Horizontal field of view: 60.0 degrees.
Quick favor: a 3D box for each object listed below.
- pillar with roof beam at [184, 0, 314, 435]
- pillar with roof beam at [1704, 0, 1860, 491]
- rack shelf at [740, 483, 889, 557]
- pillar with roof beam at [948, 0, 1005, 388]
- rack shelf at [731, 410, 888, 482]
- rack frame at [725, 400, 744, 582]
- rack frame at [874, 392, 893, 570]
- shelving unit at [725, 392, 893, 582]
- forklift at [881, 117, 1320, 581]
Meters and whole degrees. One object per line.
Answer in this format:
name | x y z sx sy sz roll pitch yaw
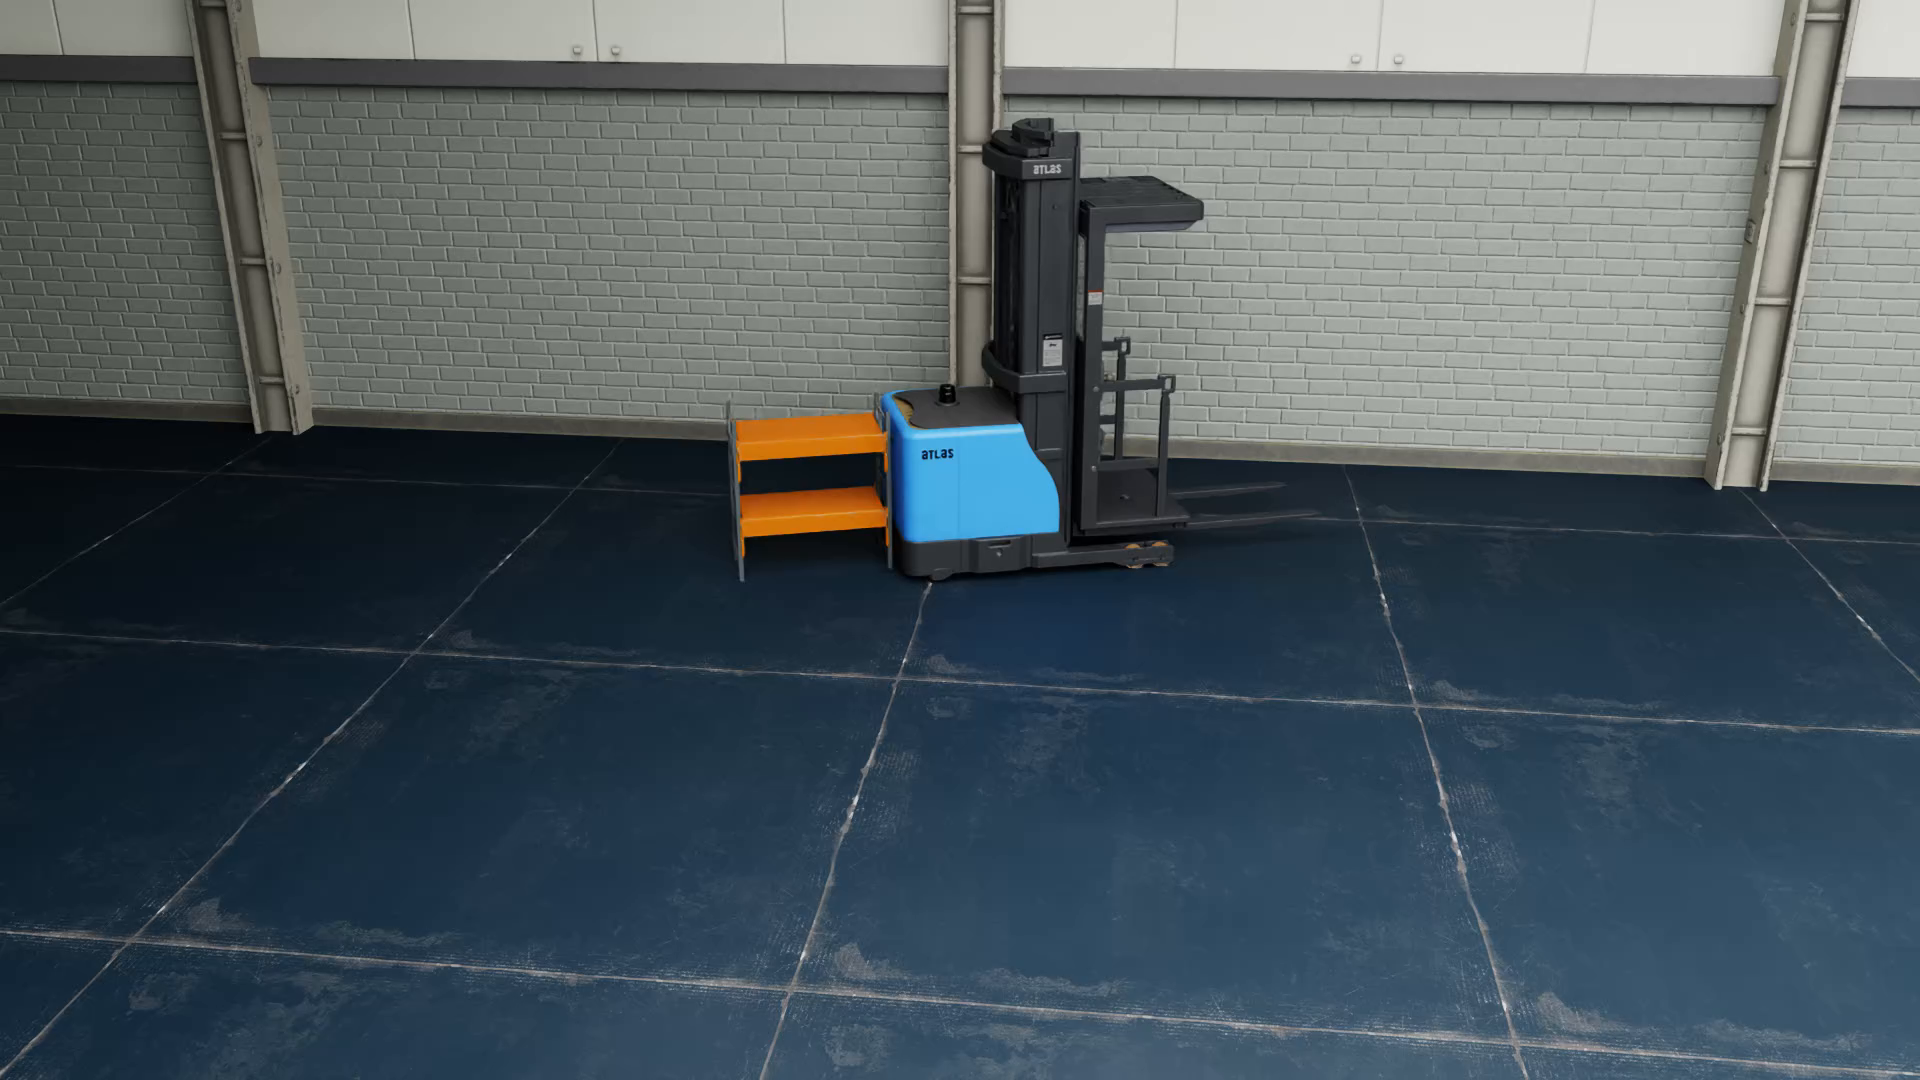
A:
pillar with roof beam | -6.339 -3.576 8.745 0.400 9.000 9.100 2 22 6
pillar with roof beam | 5.577 -3.057 7.432 0.400 9.000 9.100 2 22 6
rack shelf | -1.027 -0.144 11.439 1.000 0.278 0.538 -4 22 -11
pillar with roof beam | -0.381 -3.316 8.089 0.400 9.000 9.100 2 22 6
rack shelf | -1.027 -0.643 11.241 1.000 0.278 0.538 -4 22 -11
rack frame | -1.524 -0.333 11.251 0.032 1.125 0.500 -4 22 -11
rack frame | -0.529 -0.410 11.447 0.032 1.125 0.500 -4 22 -11
shelving unit | -1.027 -0.371 11.349 1.048 1.125 0.538 -4 22 -11
forklift | 1.006 -1.349 11.366 3.031 2.935 1.130 -4 22 -11
